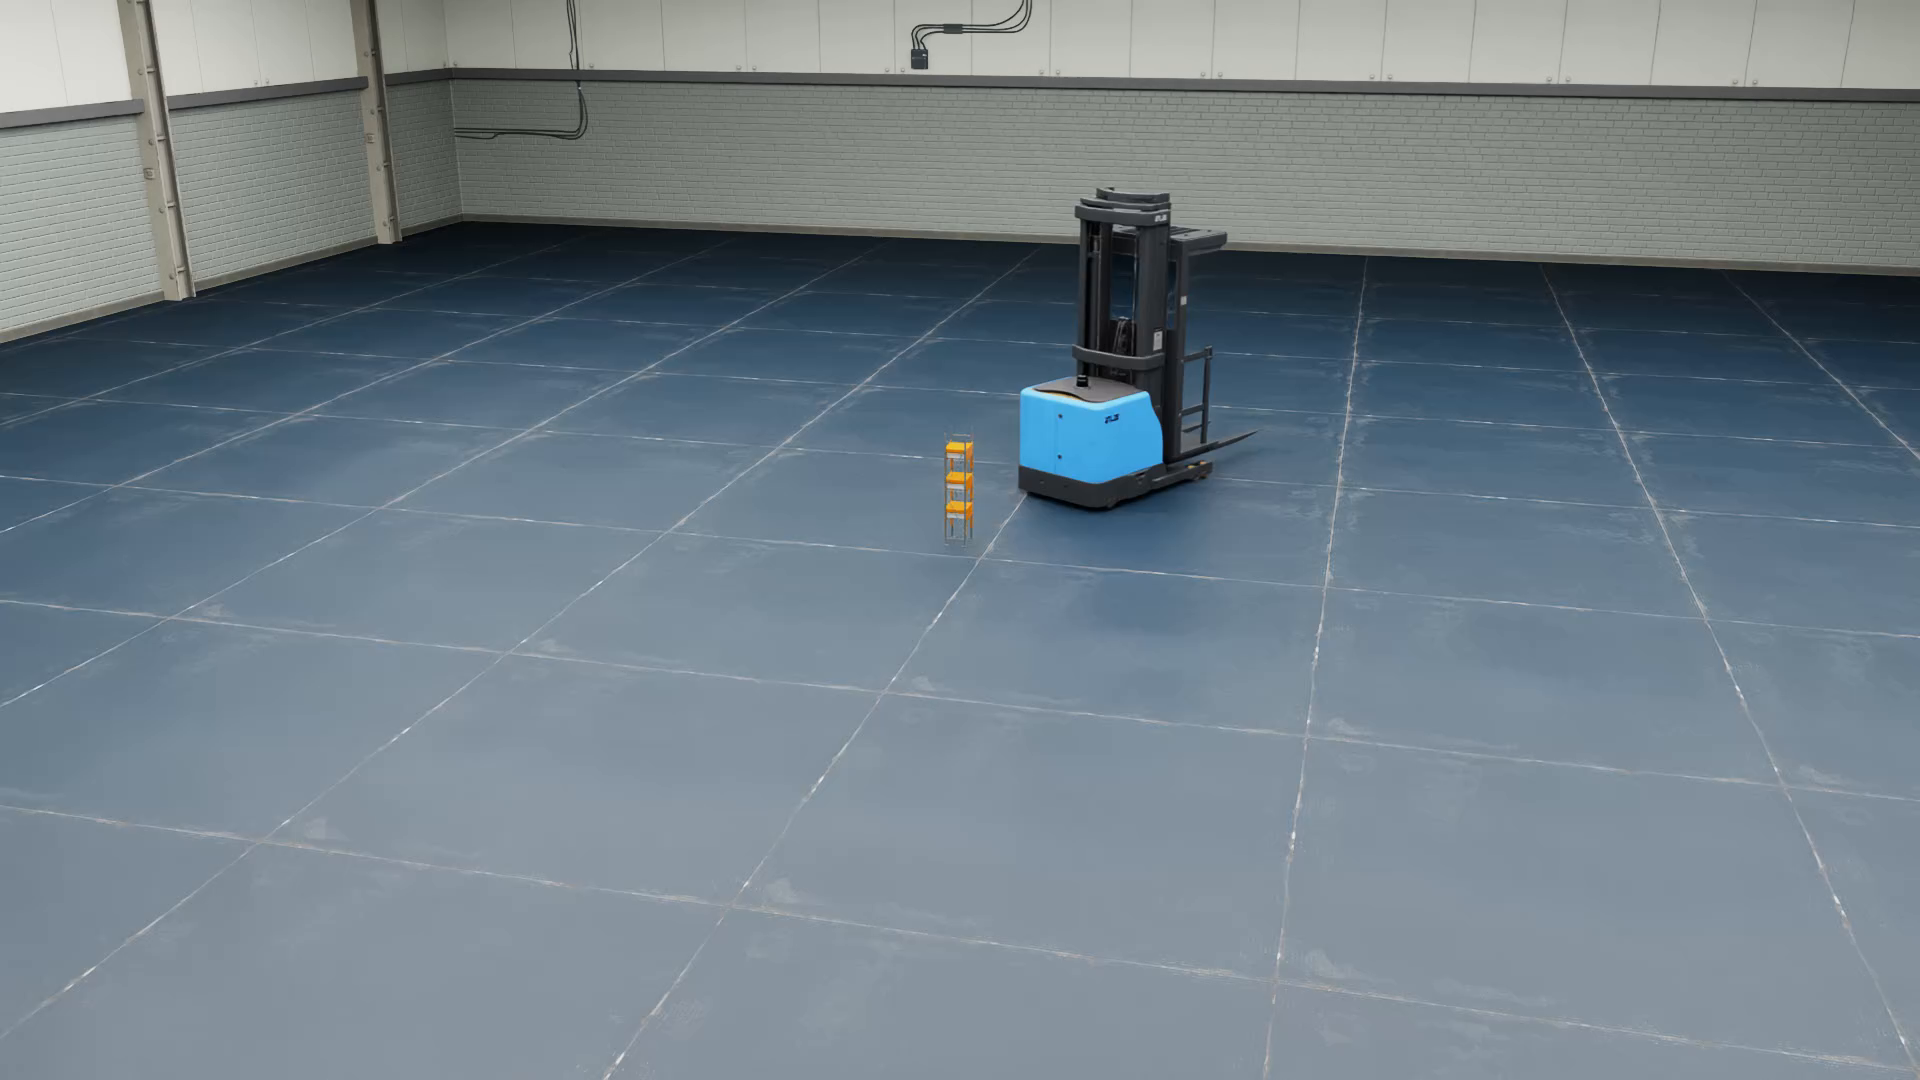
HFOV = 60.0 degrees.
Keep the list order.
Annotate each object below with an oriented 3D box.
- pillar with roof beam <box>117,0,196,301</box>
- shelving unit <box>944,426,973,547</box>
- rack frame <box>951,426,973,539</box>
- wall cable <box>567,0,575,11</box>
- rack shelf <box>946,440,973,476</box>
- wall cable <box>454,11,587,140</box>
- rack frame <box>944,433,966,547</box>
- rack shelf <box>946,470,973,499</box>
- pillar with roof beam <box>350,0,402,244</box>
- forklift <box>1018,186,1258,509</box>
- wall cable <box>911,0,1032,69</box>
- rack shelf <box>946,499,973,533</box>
[{"bbox_3d":[-8.294,-7.785,24.121,9.100,9.000,0.400,5,19,13],"label":"pillar with roof beam"},{"bbox_3d":[-0.013,-0.480,15.031,0.215,1.050,0.252,5,19,13],"label":"shelving unit"},{"bbox_3d":[0.017,-0.518,15.143,0.200,1.050,0.008,5,19,13],"label":"rack frame"},{"bbox_3d":[-6.377,-11.532,32.080,3.097,2.526,0.112,5,19,13],"label":"wall cable"},{"bbox_3d":[-0.013,-0.739,14.943,0.215,0.259,0.240,5,19,13],"label":"rack shelf"},{"bbox_3d":[-9.001,-9.355,33.522,3.097,2.526,0.112,5,19,13],"label":"wall cable"},{"bbox_3d":[-0.043,-0.442,14.919,0.200,1.050,0.008,5,19,13],"label":"rack frame"},{"bbox_3d":[-0.013,-0.470,15.035,0.215,0.259,0.240,5,19,13],"label":"rack shelf"},{"bbox_3d":[-6.828,-9.666,29.627,9.100,9.000,0.400,5,19,13],"label":"pillar with roof beam"},{"bbox_3d":[1.956,-2.085,16.820,1.130,2.935,3.031,17,25,41],"label":"forklift"},{"bbox_3d":[0.201,-11.680,30.261,2.305,6.003,0.169,5,19,13],"label":"wall cable"},{"bbox_3d":[-0.013,-0.207,15.124,0.215,0.259,0.240,5,19,13],"label":"rack shelf"}]
